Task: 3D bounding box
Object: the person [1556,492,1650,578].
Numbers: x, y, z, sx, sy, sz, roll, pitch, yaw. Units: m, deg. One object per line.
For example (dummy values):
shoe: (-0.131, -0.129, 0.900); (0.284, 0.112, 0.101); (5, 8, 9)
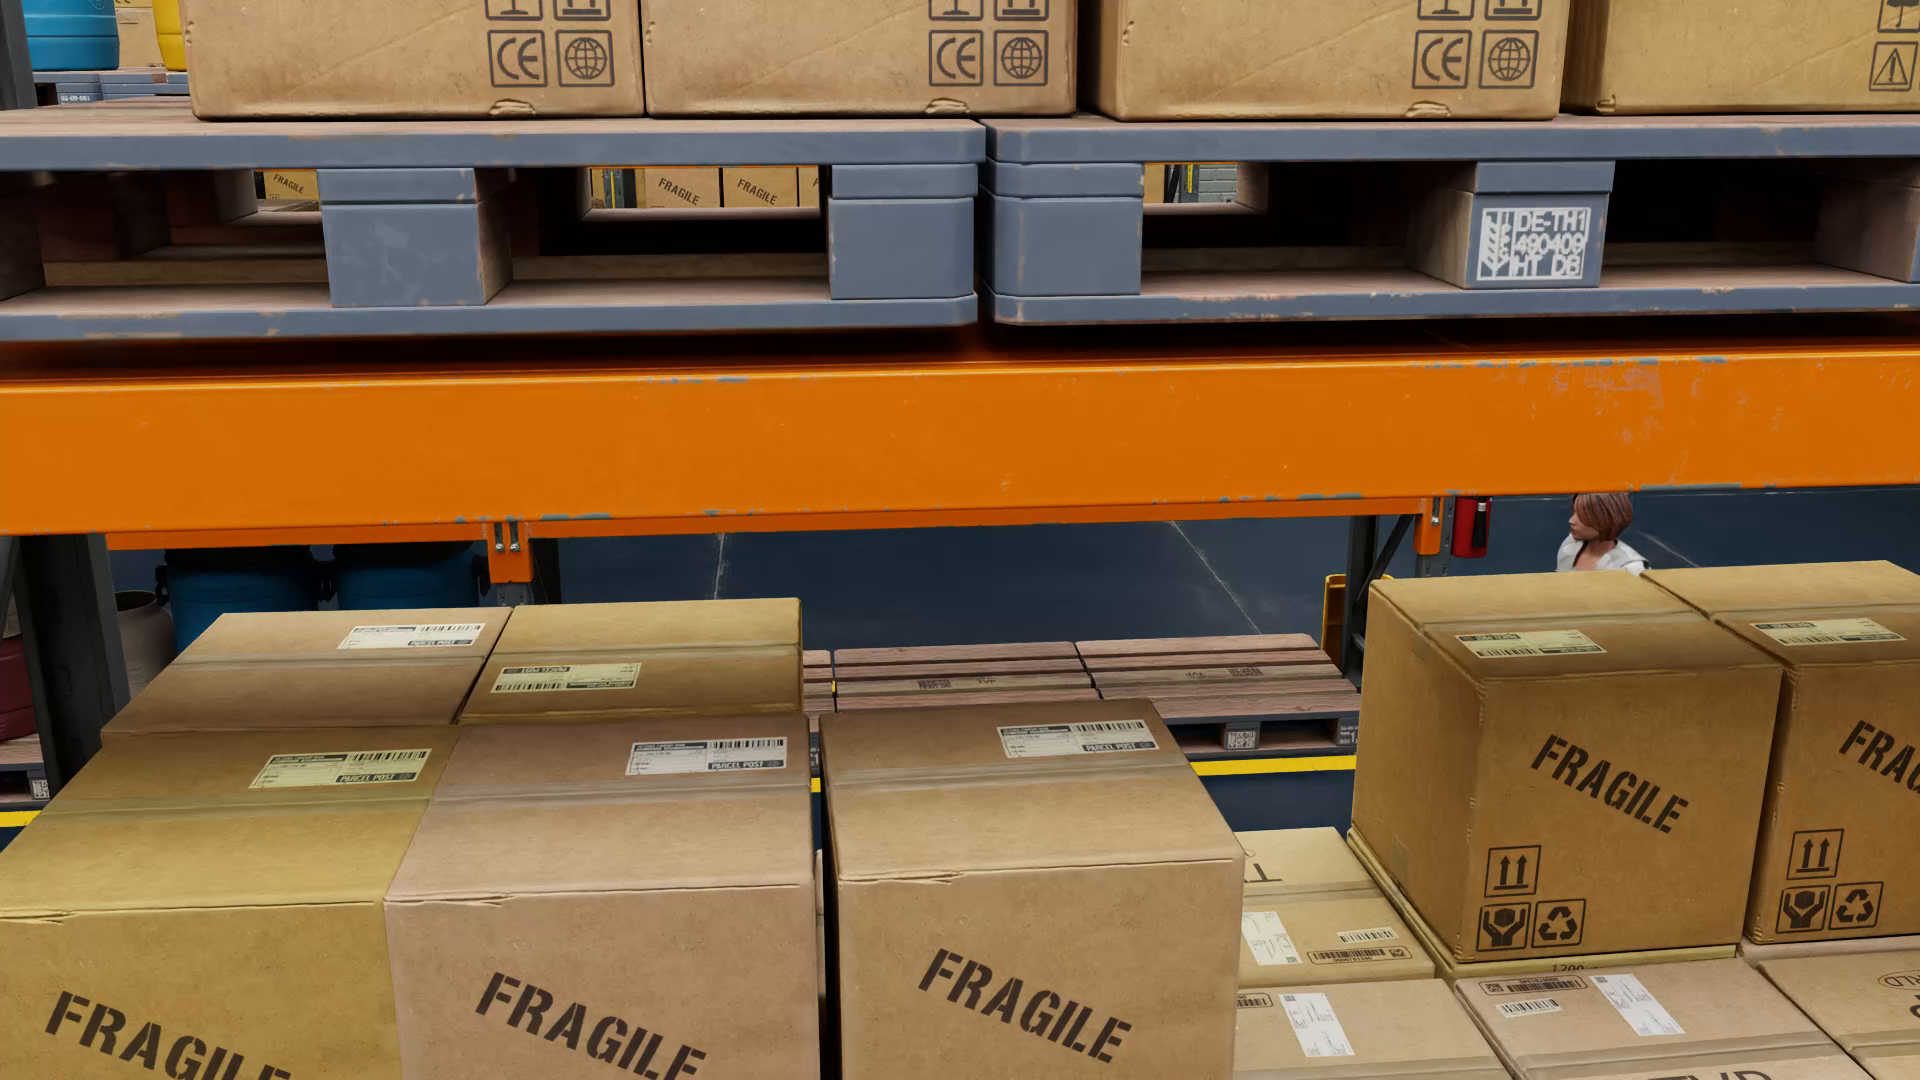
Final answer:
person: (2.488, 0.517, 6.337); (0.659, 1.569, 0.447); (-7, 18, -22)
